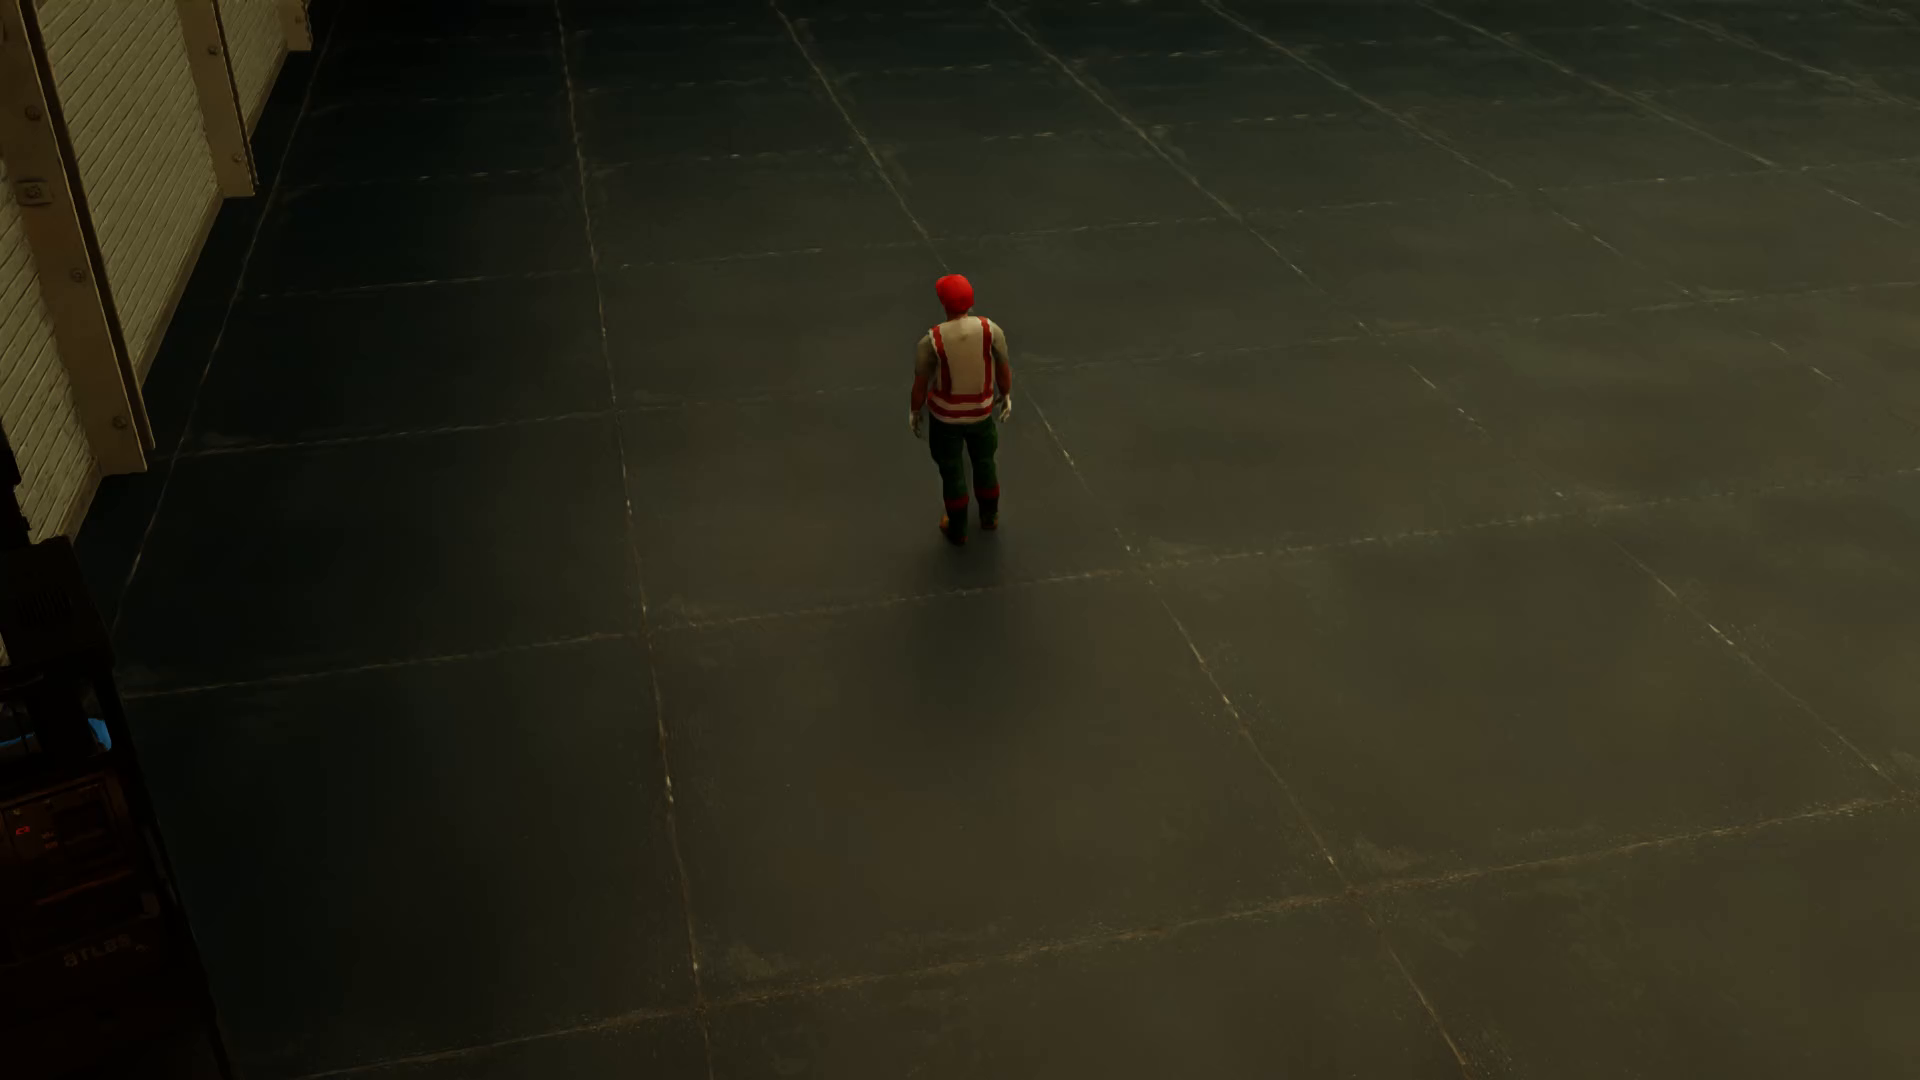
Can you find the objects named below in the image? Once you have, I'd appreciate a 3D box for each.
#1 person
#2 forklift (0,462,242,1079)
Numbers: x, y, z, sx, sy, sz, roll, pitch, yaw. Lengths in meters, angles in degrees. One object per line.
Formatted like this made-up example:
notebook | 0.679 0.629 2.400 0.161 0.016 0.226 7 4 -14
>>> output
person | 0.008 -0.788 10.058 0.637 1.688 0.422 -7 31 -12
forklift | -3.271 1.146 5.595 1.121 2.935 3.031 -18 35 -29
